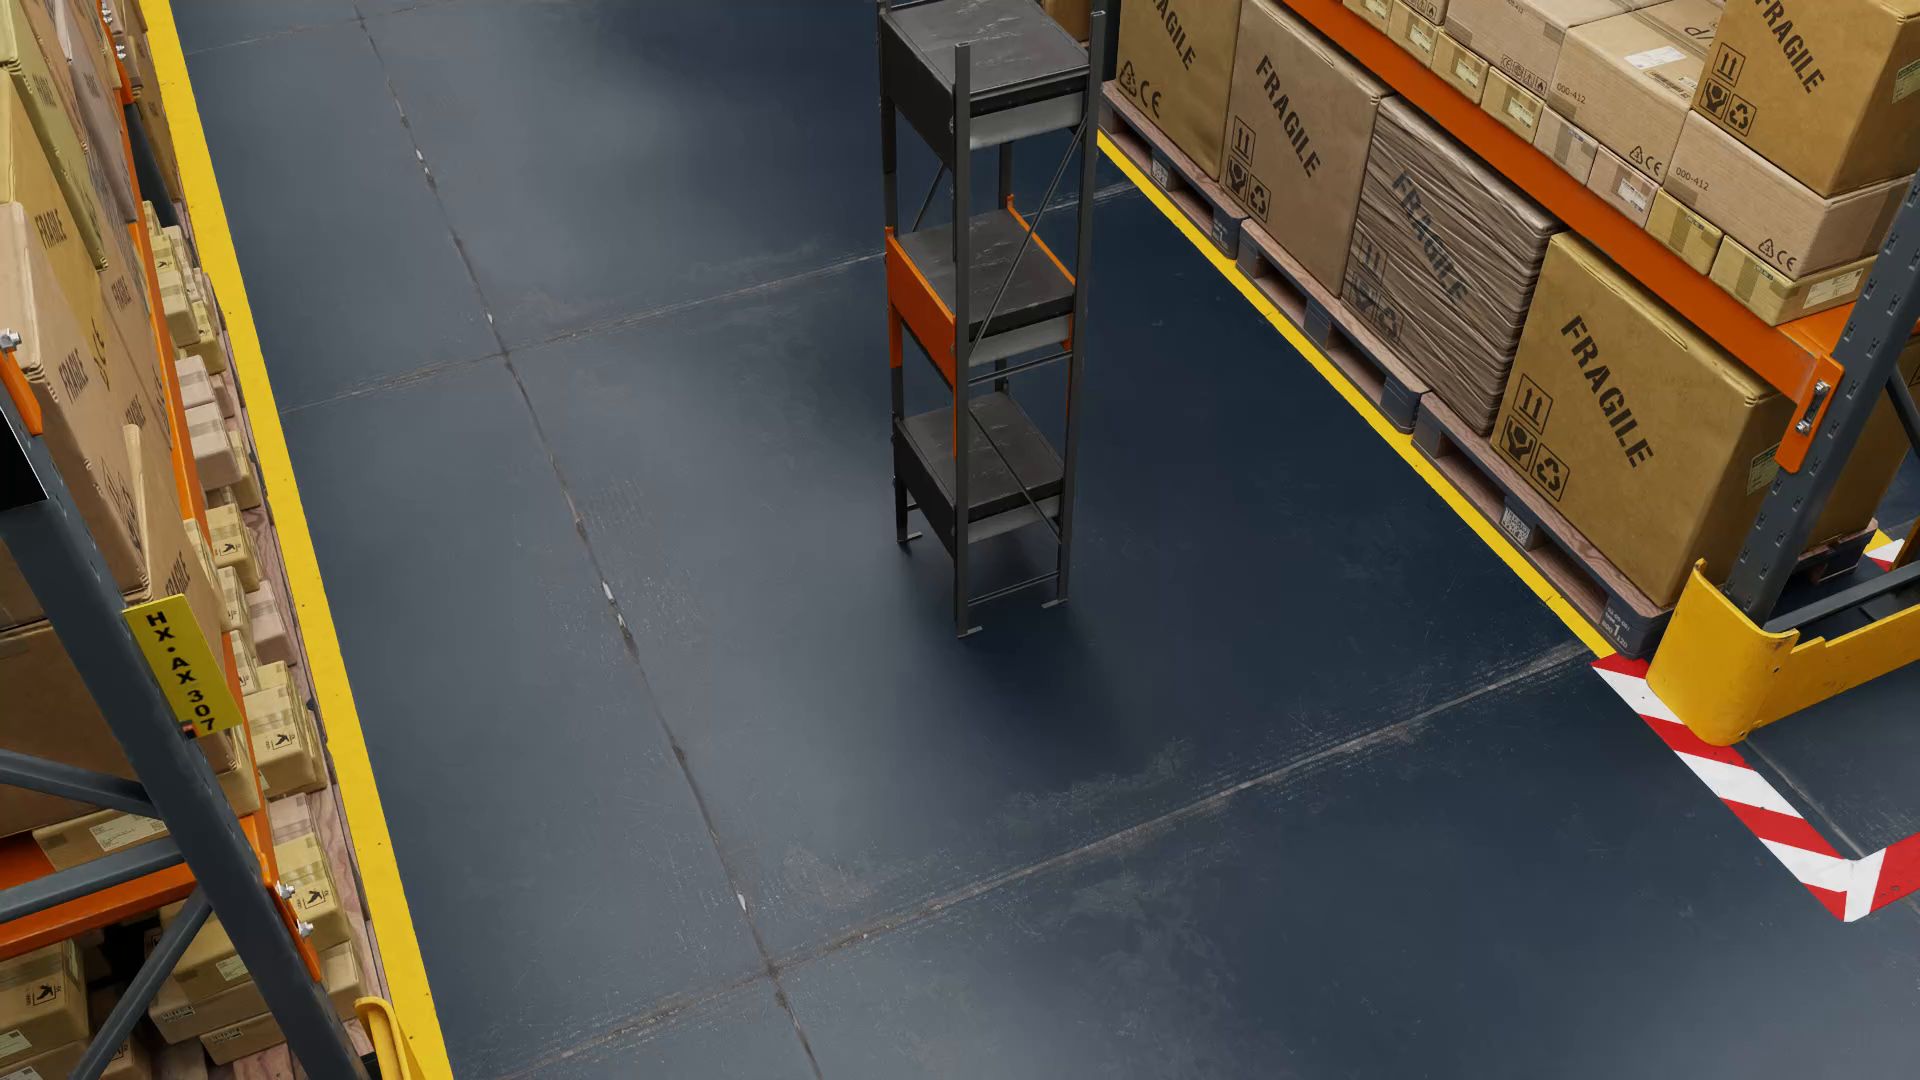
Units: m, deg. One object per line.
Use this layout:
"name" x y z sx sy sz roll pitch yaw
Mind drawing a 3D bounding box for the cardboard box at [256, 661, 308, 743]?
"cardboard box" -2.033 0.519 4.607 0.380 0.149 0.250 -17 47 -16

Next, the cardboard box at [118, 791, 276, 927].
"cardboard box" -1.926 0.765 4.146 0.380 0.149 0.250 -17 47 -17

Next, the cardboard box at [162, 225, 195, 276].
"cardboard box" -3.050 -0.997 6.144 0.380 0.149 0.250 -17 47 -17

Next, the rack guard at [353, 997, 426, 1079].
"rack guard" -1.821 1.527 3.846 1.175 0.500 0.348 -18 47 -17

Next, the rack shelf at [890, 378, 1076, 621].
"rack shelf" 0.070 -0.134 5.407 0.431 0.518 0.480 -18 47 -17

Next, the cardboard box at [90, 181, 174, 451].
"cardboard box" -2.169 -0.473 3.811 0.500 0.500 0.500 -17 47 -17

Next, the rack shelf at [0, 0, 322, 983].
"rack shelf" -2.630 -0.333 4.464 1.077 0.370 4.000 -18 47 -17

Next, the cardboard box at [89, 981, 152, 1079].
"cardboard box" -2.199 1.277 4.051 0.380 0.149 0.250 -17 47 -17

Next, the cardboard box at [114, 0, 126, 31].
"cardboard box" -3.768 -2.277 6.869 0.500 0.250 0.500 -17 47 -16

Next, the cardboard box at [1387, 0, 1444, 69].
"cardboard box" 1.663 -1.729 5.546 0.380 0.149 0.250 -17 47 -17

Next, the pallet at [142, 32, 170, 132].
"pallet" -4.316 -2.145 7.774 1.003 0.211 1.213 -18 47 -17

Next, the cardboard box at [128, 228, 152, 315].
"cardboard box" -2.415 -0.686 4.488 0.380 0.149 0.250 -17 47 -17

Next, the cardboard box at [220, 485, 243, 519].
"cardboard box" -2.513 -0.003 5.348 0.380 0.149 0.250 -17 47 -17

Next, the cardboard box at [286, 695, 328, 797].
"cardboard box" -2.022 0.628 4.708 0.380 0.149 0.250 -17 47 -17

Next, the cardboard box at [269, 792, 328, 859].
"cardboard box" -1.840 0.844 4.278 0.380 0.149 0.250 -18 47 -18

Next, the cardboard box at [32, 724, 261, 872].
"cardboard box" -1.627 0.472 3.315 0.380 0.149 0.250 -18 48 -18

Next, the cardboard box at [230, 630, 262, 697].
"cardboard box" -2.095 0.433 4.483 0.380 0.149 0.250 -20 48 -19

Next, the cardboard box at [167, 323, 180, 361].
"cardboard box" -2.792 -0.564 5.493 0.380 0.149 0.250 -17 47 -16

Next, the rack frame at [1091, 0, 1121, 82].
"rack frame" 1.072 -3.264 6.922 1.000 3.000 0.127 -18 47 -17

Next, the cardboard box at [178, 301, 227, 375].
"cardboard box" -2.796 -0.663 5.805 0.380 0.149 0.250 -20 48 -19

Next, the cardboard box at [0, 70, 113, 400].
"cardboard box" -1.955 -0.496 3.122 0.500 0.500 0.500 -17 47 -16

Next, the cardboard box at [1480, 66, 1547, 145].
"cardboard box" 1.875 -1.405 5.217 0.380 0.149 0.250 -19 48 -18

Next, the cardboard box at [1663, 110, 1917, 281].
"cardboard box" 2.310 -0.998 4.520 0.500 0.250 0.500 -19 48 -18

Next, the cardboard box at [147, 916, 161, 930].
"cardboard box" -1.903 0.980 4.352 0.380 0.149 0.250 -18 47 -18

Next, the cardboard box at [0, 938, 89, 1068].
"cardboard box" -2.241 1.077 3.830 0.380 0.149 0.250 -18 47 -17

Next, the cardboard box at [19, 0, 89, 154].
"cardboard box" -2.370 -1.158 3.793 0.500 0.500 0.500 -19 48 -19

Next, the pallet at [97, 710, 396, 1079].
"pallet" -2.130 1.102 4.483 1.003 0.211 1.213 -18 47 -17

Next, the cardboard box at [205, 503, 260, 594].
"cardboard box" -2.272 0.072 4.848 0.380 0.149 0.250 -17 47 -17

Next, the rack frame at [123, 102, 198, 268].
"rack frame" -3.471 -1.863 5.503 1.000 3.000 0.127 -18 47 -17

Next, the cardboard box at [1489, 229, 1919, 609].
"cardboard box" 2.412 -0.492 5.327 0.875 0.875 0.875 -18 47 -17

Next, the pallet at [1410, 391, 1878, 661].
"pallet" 2.347 -0.208 5.811 1.003 0.211 1.213 -18 47 -17

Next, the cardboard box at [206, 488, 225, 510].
"cardboard box" -2.560 -0.141 5.276 0.380 0.149 0.250 -20 48 -19

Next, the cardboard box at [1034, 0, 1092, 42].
"cardboard box" 0.785 -3.059 7.928 1.225 0.875 0.875 -18 47 -17

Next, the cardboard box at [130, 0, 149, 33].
"cardboard box" -4.186 -2.666 7.797 0.500 0.500 0.500 -20 48 -19

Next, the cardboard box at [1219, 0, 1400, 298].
"cardboard box" 1.656 -1.639 6.489 0.875 0.875 0.875 -18 47 -17

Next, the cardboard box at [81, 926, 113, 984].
"cardboard box" -2.331 1.011 4.109 0.380 0.149 0.250 -19 48 -18

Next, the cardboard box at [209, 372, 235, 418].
"cardboard box" -2.793 -0.509 5.861 0.380 0.149 0.250 -20 48 -19

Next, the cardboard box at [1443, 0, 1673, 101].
"cardboard box" 1.883 -1.645 5.177 0.500 0.250 0.500 -20 48 -19

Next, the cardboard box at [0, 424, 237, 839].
"cardboard box" -1.727 0.177 3.152 0.500 0.500 0.500 -16 47 -16

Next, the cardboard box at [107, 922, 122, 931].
"cardboard box" -2.432 0.949 4.383 0.380 0.149 0.250 -18 47 -18

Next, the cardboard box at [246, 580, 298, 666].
"cardboard box" -2.241 0.310 5.031 0.380 0.149 0.250 -20 48 -19

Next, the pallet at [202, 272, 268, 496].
"pallet" -3.156 -0.453 6.059 1.003 0.211 1.213 -18 47 -17

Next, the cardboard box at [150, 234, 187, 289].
"cardboard box" -2.941 -0.909 5.843 0.380 0.149 0.250 -17 47 -17

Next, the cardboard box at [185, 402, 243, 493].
"cardboard box" -2.470 -0.250 5.175 0.380 0.149 0.250 -20 48 -19

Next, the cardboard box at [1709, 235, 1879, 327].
"cardboard box" 2.306 -0.755 4.558 0.380 0.149 0.250 -17 47 -17

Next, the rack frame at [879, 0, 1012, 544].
"rack frame" -0.033 -0.797 5.063 0.400 2.100 0.015 -18 47 -17

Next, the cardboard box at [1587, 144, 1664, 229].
"cardboard box" 2.090 -1.081 4.889 0.380 0.149 0.250 -18 47 -17

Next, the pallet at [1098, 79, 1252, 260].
"pallet" 1.321 -1.763 7.387 1.003 0.211 1.213 -18 47 -17

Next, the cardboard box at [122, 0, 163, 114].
"cardboard box" -3.765 -2.009 7.131 0.500 0.500 0.500 -16 47 -16

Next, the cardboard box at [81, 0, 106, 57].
"cardboard box" -3.011 -1.780 5.135 0.500 0.500 0.500 -18 47 -17

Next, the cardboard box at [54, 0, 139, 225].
"cardboard box" -2.586 -1.131 4.478 0.500 0.500 0.500 -18 47 -18

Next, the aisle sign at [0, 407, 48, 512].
"aisle sign" -1.486 -0.282 2.049 0.394 0.787 0.004 -18 47 -17

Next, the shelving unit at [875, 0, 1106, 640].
"shelving unit" 0.070 -0.642 4.906 0.431 2.100 0.503 -18 47 -17

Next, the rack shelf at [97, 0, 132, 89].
"rack shelf" -4.311 -2.882 7.047 1.077 0.370 4.000 -18 47 -17
